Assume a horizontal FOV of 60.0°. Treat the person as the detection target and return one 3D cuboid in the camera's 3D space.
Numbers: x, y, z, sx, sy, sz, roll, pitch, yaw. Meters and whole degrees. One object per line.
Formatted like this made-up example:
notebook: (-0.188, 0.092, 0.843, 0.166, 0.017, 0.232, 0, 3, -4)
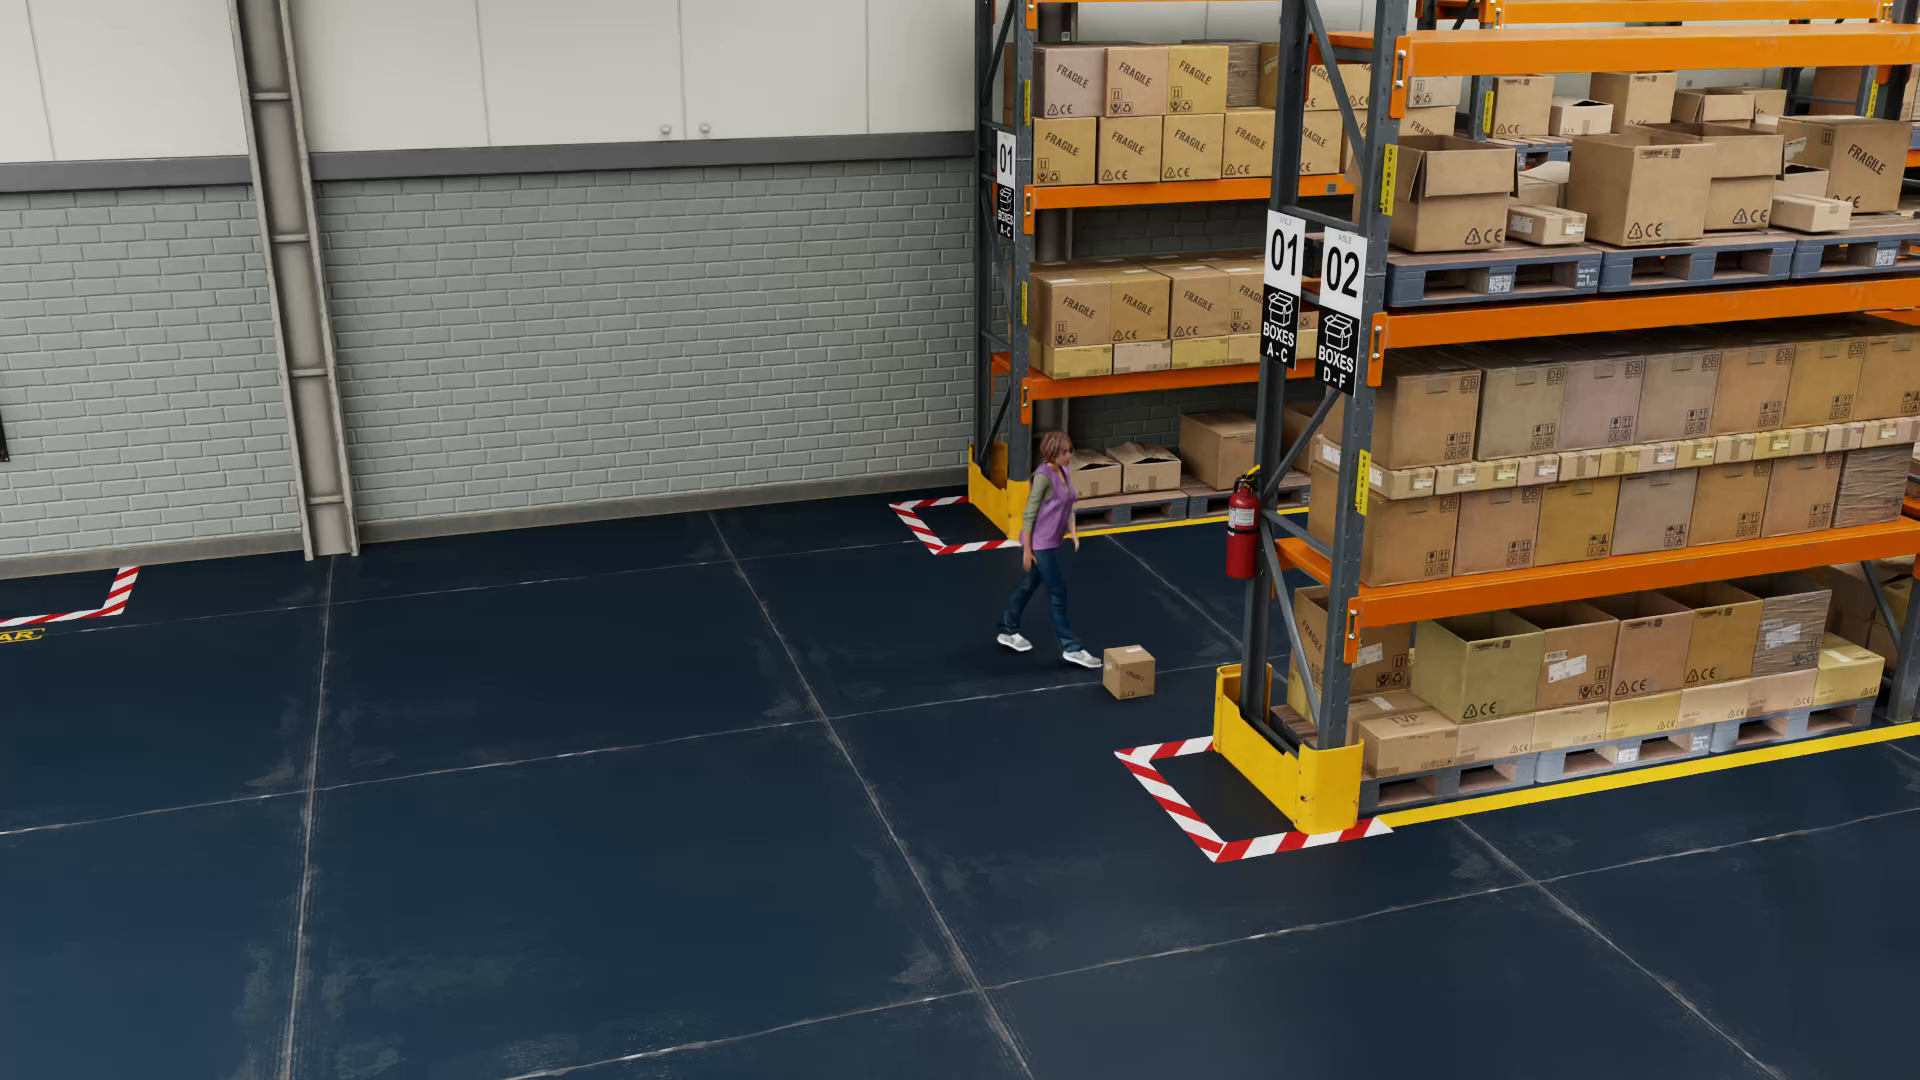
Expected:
person: (0.591, 0.061, 10.975, 0.786, 1.544, 0.405, 6, 21, 17)
